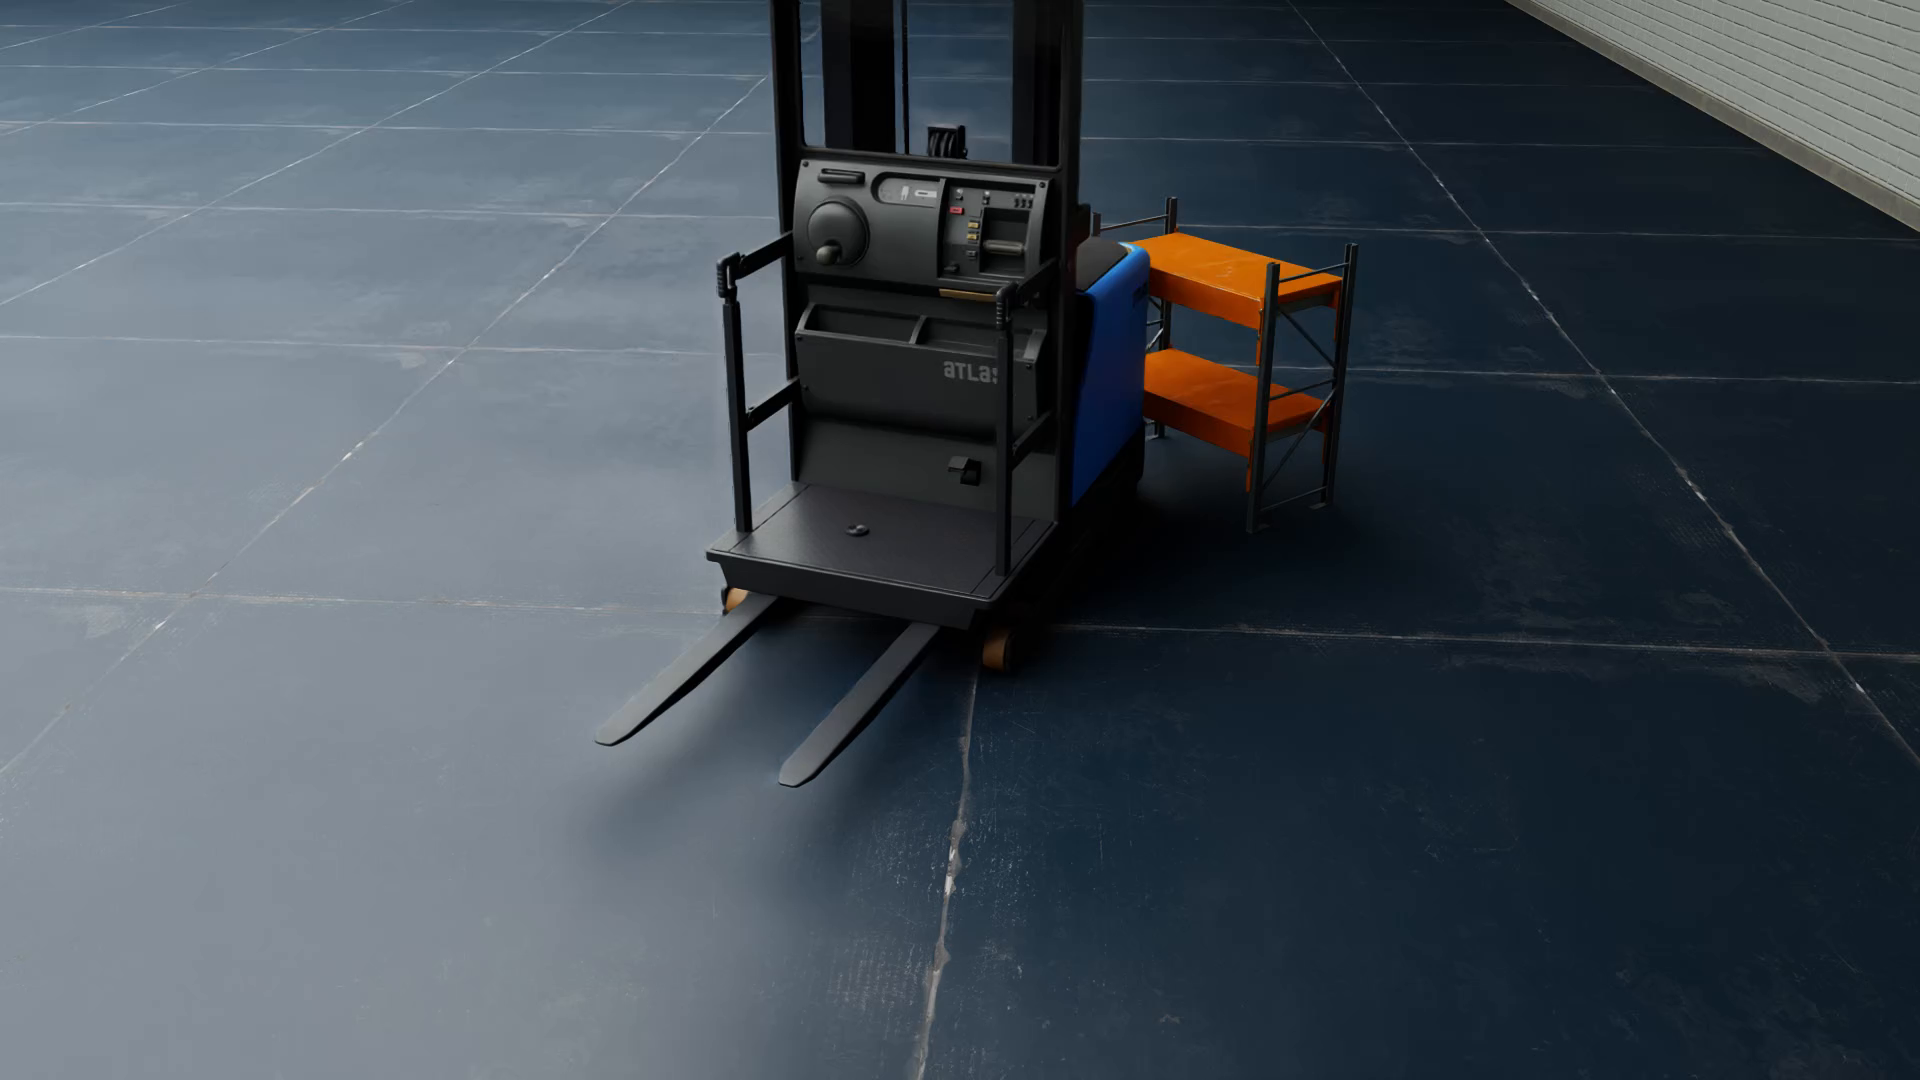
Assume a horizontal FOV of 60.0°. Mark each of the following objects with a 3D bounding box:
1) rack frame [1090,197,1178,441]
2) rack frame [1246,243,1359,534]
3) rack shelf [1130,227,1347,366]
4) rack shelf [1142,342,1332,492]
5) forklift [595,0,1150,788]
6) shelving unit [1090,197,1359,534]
[{"bbox_3d":[0.755,-0.940,7.448,0.500,1.125,0.032,-18,30,-34],"label":"rack frame"},{"bbox_3d":[1.380,-0.605,6.720,0.500,1.125,0.032,-18,30,-34],"label":"rack frame"},{"bbox_3d":[1.067,-1.039,6.961,0.538,0.278,1.000,-18,30,-34],"label":"rack shelf"},{"bbox_3d":[1.067,-0.551,7.186,0.538,0.278,1.000,-18,30,-34],"label":"rack shelf"},{"bbox_3d":[-0.219,-1.071,5.572,1.130,2.935,3.031,9,26,19],"label":"forklift"},{"bbox_3d":[1.067,-0.773,7.084,0.538,1.125,1.048,-18,30,-34],"label":"shelving unit"}]
